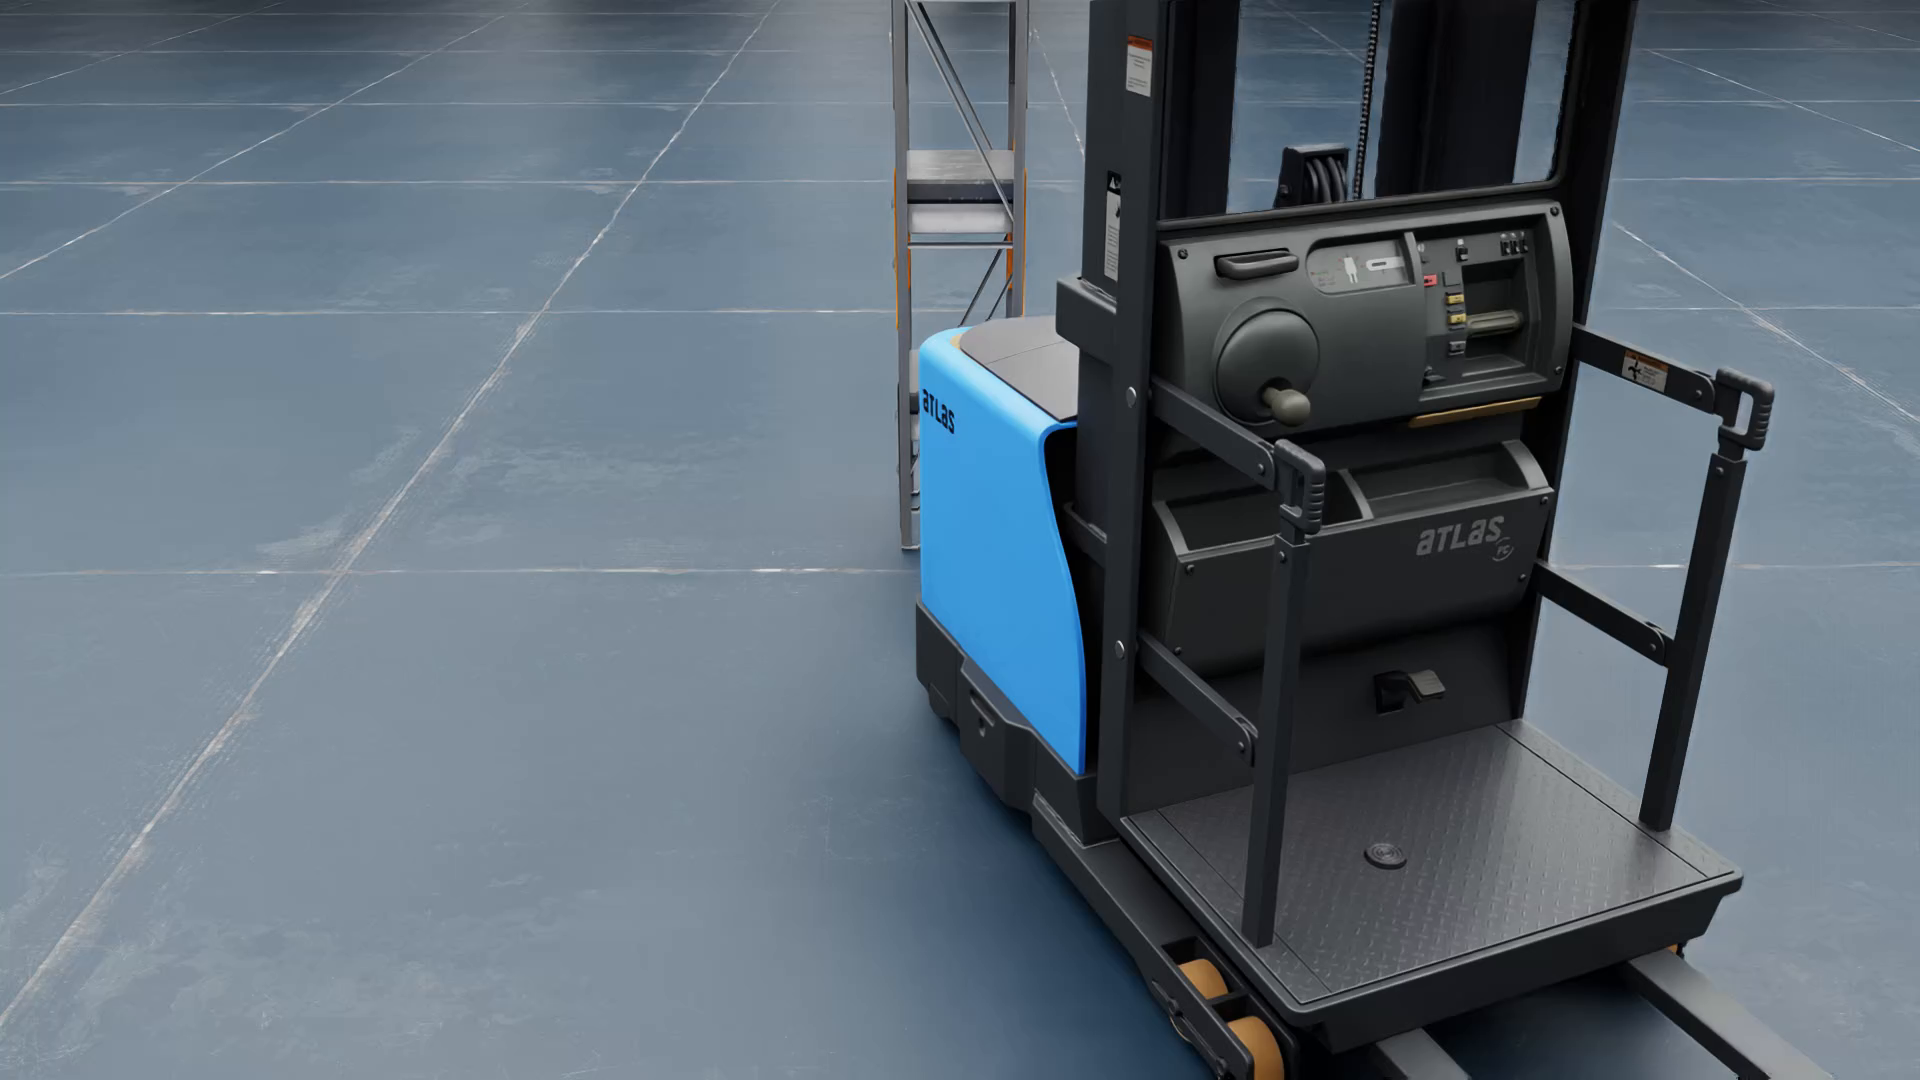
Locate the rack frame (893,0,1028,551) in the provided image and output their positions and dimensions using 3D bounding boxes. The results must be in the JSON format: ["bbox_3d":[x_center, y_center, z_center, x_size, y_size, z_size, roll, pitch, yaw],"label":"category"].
[{"bbox_3d":[0.001,-0.924,5.246,0.400,2.100,0.015,0,24,-1],"label":"rack frame"}]

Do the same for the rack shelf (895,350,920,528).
[{"bbox_3d":[-0.002,-0.375,5.762,0.431,0.518,0.480,0,24,-1],"label":"rack shelf"}]

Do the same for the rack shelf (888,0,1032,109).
[{"bbox_3d":[-0.002,-1.650,5.185,0.431,0.518,0.480,0,24,-1],"label":"rack shelf"}]

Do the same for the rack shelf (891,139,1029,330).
[{"bbox_3d":[-0.002,-1.012,5.474,0.431,0.518,0.480,0,24,-1],"label":"rack shelf"}]

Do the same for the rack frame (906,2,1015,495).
[{"bbox_3d":[-0.004,-1.125,5.690,0.400,2.100,0.015,0,24,-1],"label":"rack frame"}]

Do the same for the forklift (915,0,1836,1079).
[{"bbox_3d":[0.918,-0.423,3.128,1.130,2.935,3.031,-10,26,-21],"label":"forklift"}]

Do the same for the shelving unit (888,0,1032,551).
[{"bbox_3d":[-0.002,-1.025,5.468,0.431,2.100,0.503,0,24,-1],"label":"shelving unit"}]
